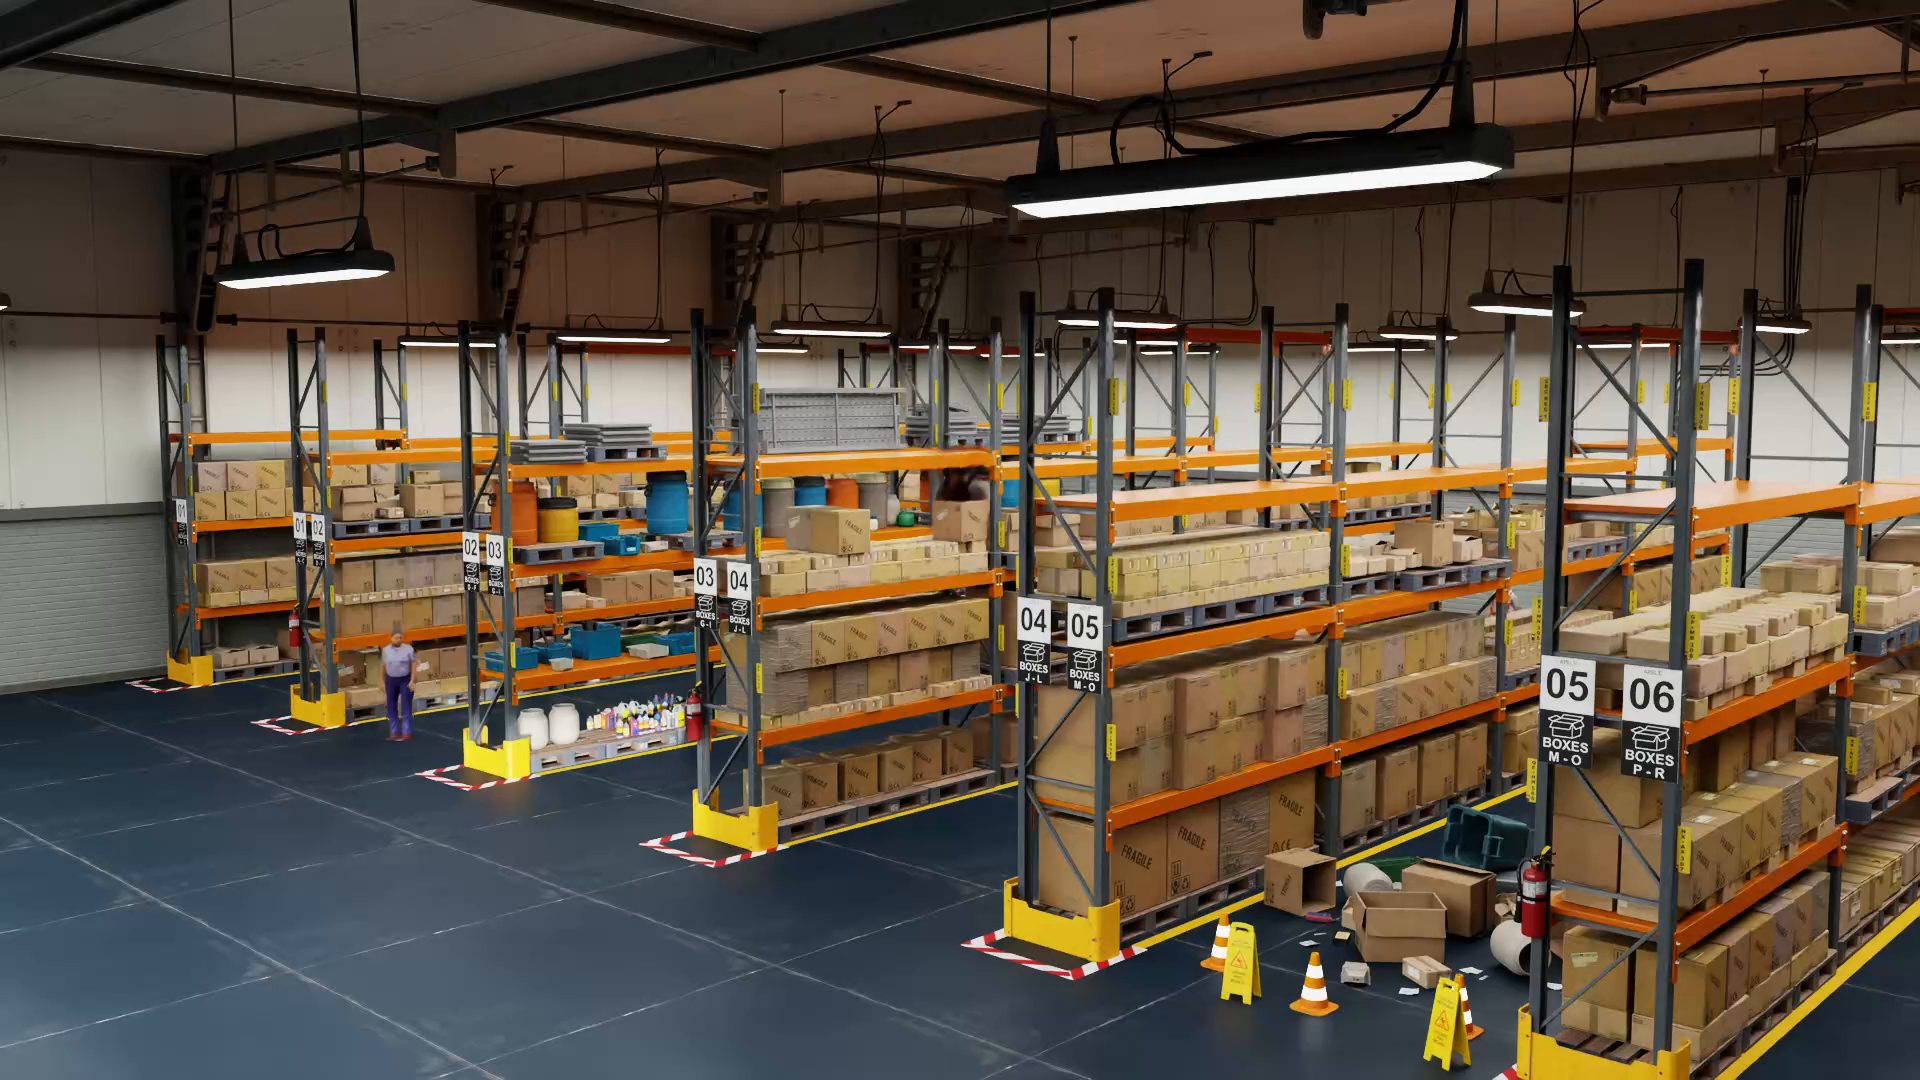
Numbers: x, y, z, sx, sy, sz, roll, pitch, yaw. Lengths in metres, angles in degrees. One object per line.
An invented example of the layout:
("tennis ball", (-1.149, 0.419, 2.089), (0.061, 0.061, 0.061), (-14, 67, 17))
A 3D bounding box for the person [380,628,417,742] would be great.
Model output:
("person", (-8.142, 2.089, 24.112), (0.524, 1.654, 0.396), (-1, 5, -9))

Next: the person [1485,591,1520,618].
("person", (9.601, 1.499, 29.586), (0.592, 1.743, 0.969), (5, 7, 41))

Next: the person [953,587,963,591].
("person", (-0.020, 0.571, 40.135), (0.501, 1.687, 0.503), (-4, 7, -36))

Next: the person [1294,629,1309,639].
("person", (4.758, 2.150, 23.332), (0.651, 1.814, 0.935), (5, 7, 43))
